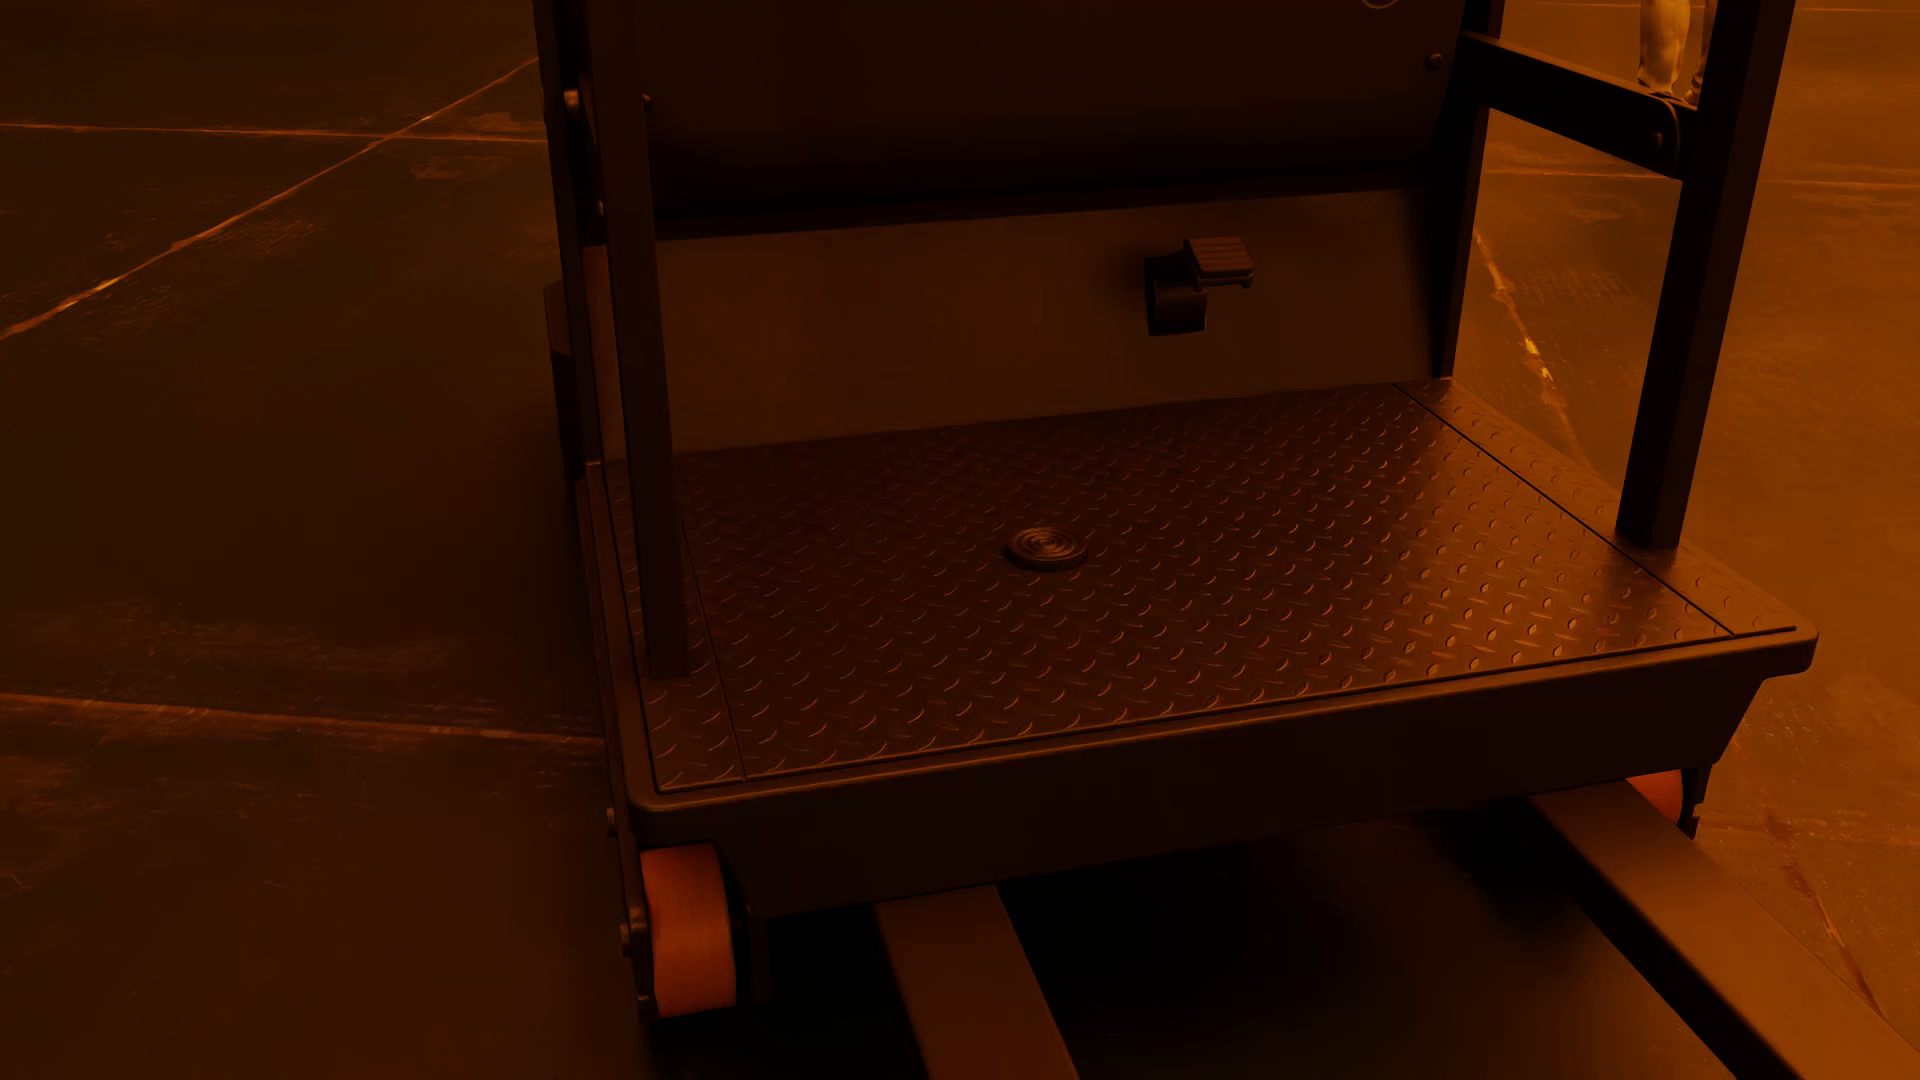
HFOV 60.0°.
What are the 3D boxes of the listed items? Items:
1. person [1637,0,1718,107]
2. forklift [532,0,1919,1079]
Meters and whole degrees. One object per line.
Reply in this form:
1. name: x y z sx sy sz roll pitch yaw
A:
1. person: 2.057 -2.007 4.609 0.589 1.695 0.531 0 27 0
2. forklift: 0.153 -1.049 1.319 1.130 2.935 3.031 -7 27 -13
